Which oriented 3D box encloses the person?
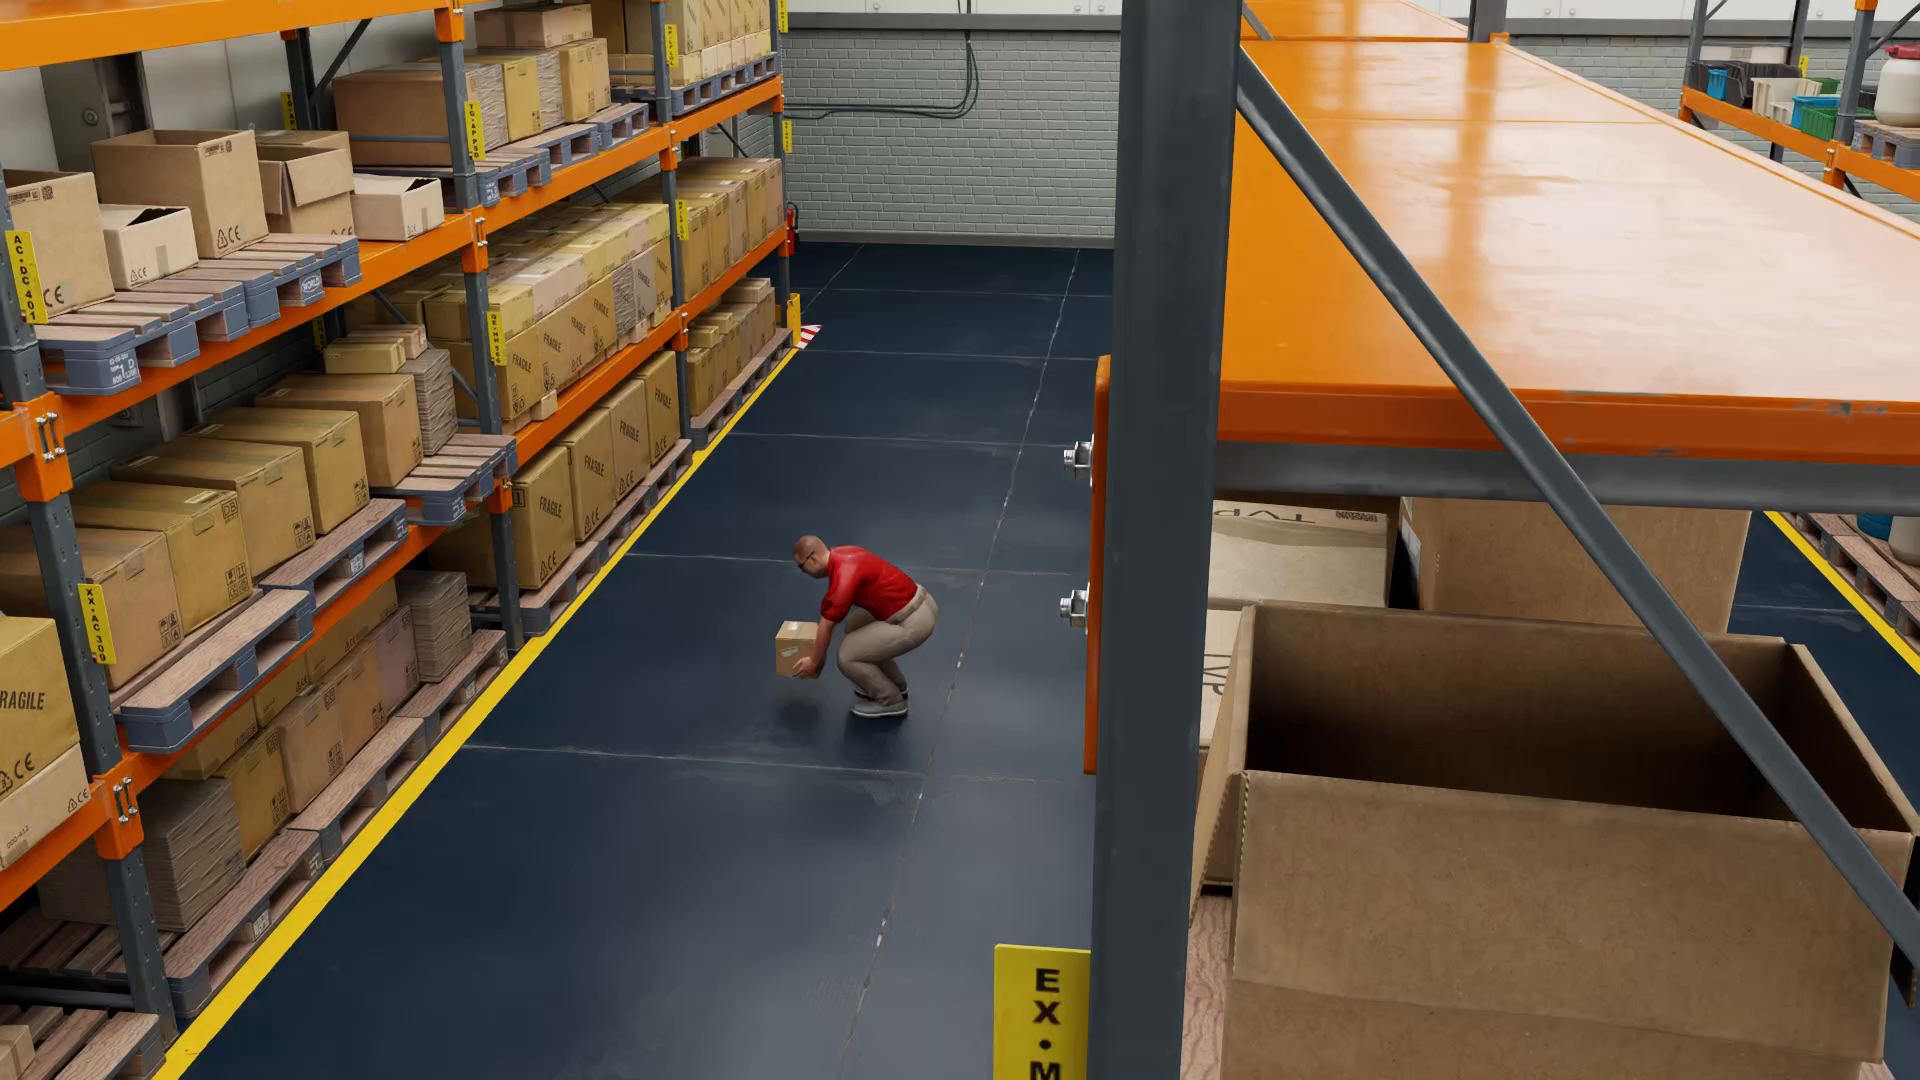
[{"bbox_3d":[-0.560,0.488,9.750,0.846,1.077,0.568,2,21,6],"label":"person"}]
